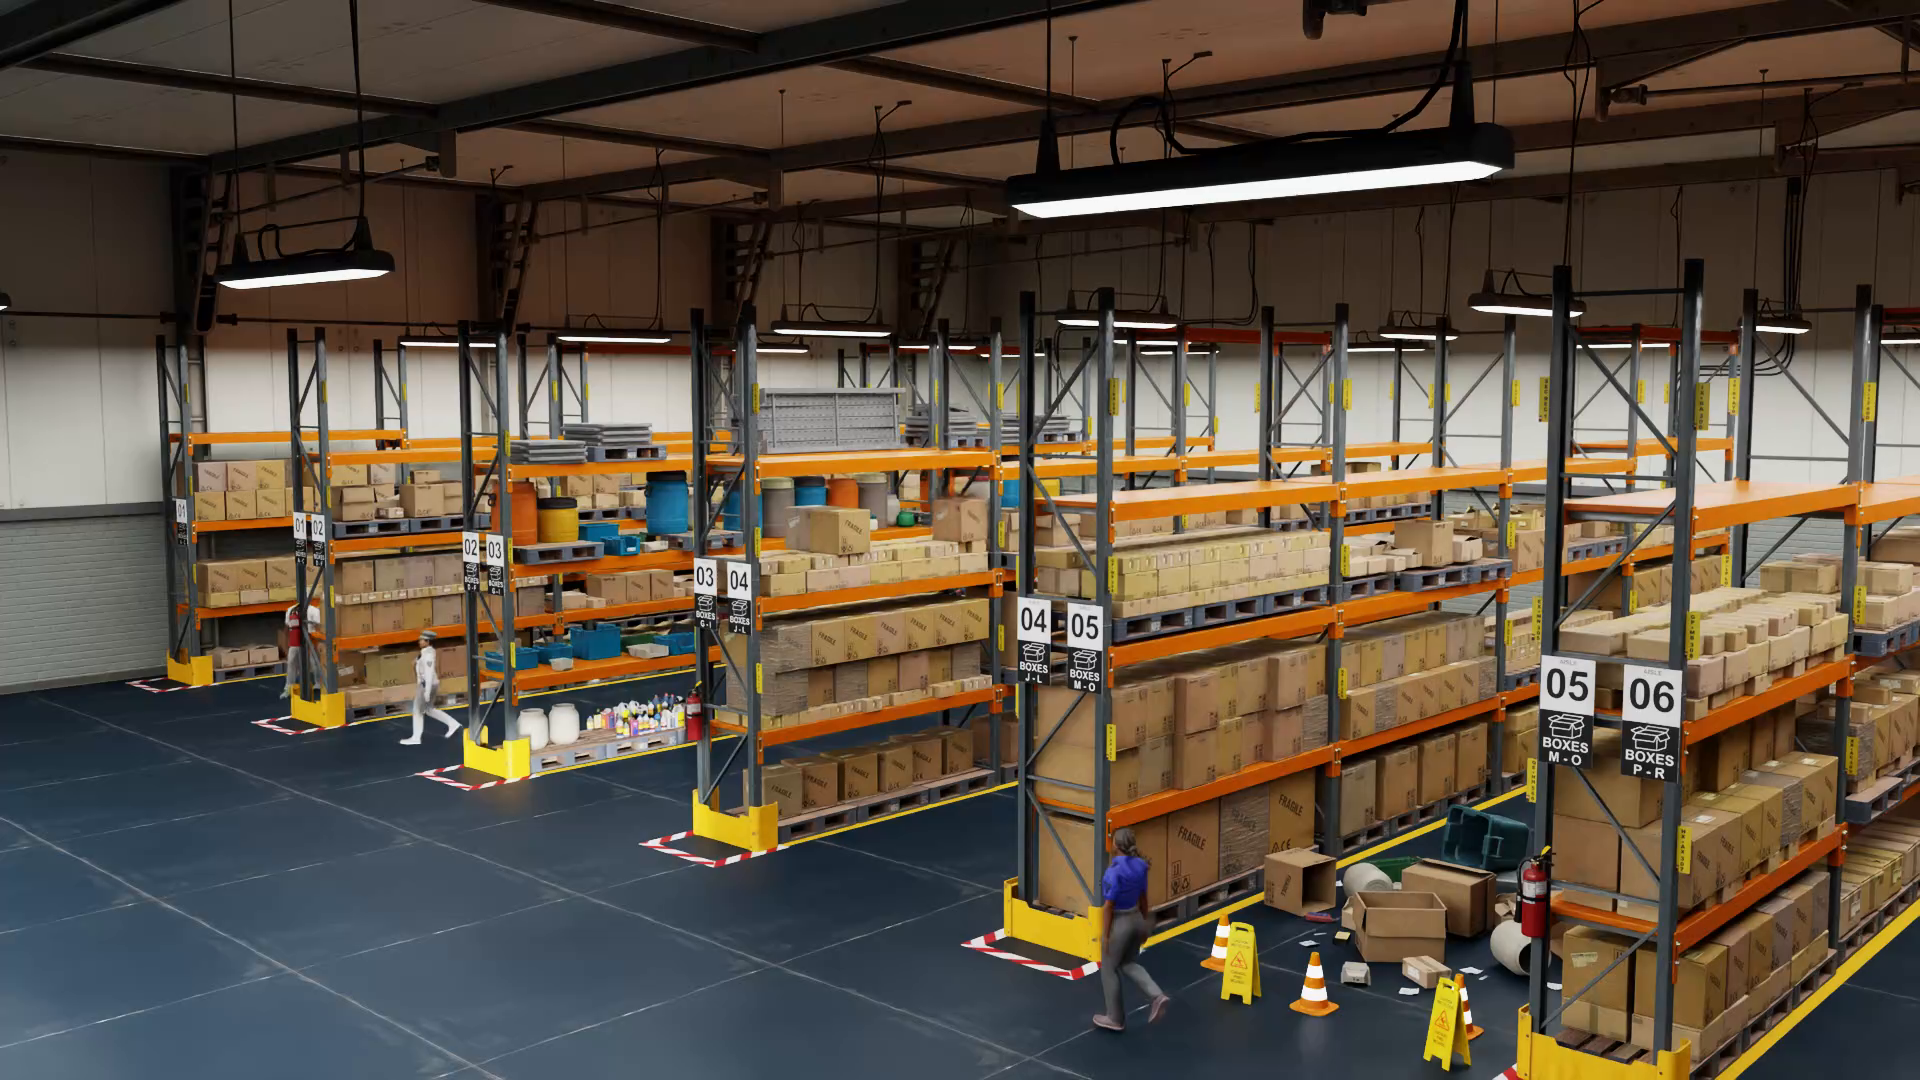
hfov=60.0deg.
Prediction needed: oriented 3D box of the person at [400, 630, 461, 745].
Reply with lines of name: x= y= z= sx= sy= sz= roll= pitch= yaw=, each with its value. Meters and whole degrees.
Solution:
person: x=-7.605 y=2.091 z=23.809 sx=0.831 sy=1.649 sz=0.518 roll=-1 pitch=5 yaw=-11

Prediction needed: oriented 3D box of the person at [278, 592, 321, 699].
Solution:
person: x=-10.942 y=1.701 z=27.660 sx=0.652 sy=1.755 sz=0.937 roll=1 pitch=5 yaw=10

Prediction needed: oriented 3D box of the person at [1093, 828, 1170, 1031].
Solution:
person: x=1.341 y=3.092 z=13.195 sx=0.619 sy=1.636 sz=0.456 roll=5 pitch=7 yaw=41
